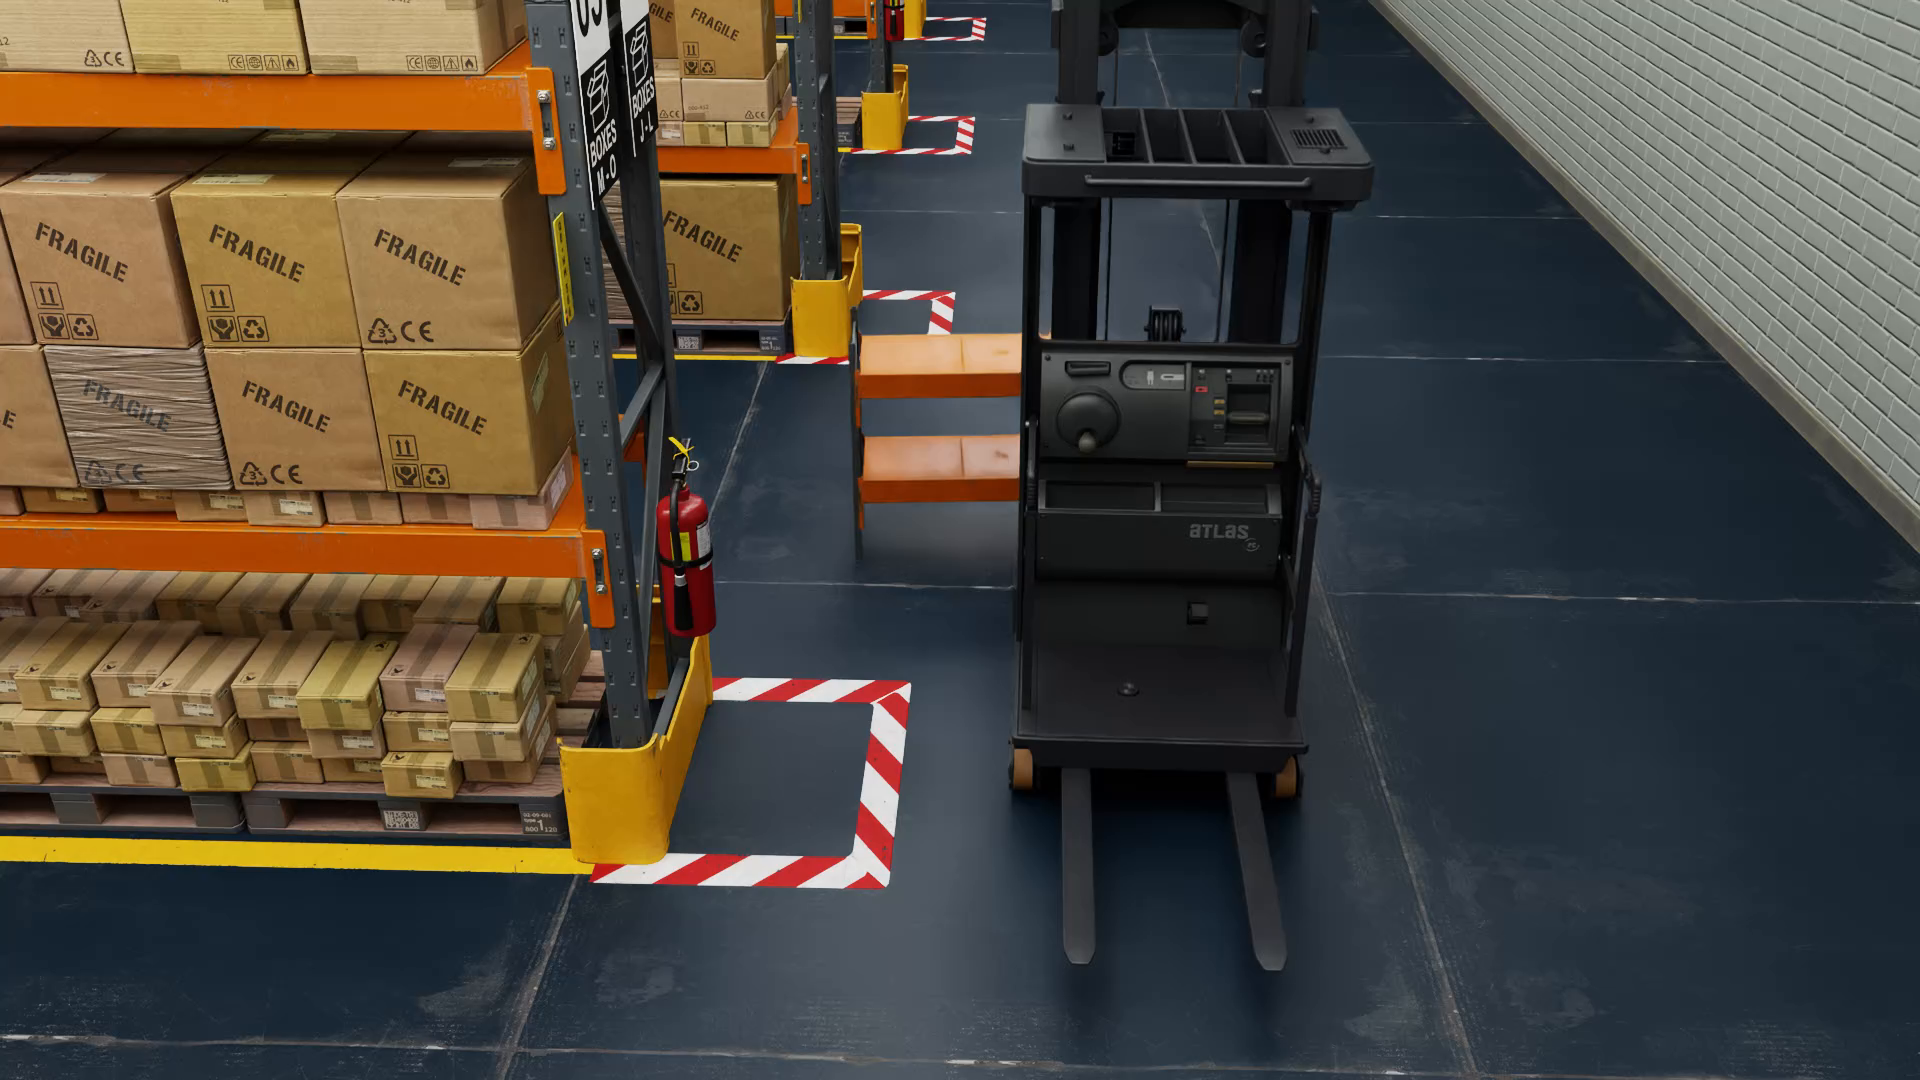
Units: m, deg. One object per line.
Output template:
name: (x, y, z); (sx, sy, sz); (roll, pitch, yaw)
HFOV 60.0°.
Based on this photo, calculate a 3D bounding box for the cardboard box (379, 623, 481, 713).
cardboard box: (-1.940, 0.468, 6.125); (0.250, 0.149, 0.380); (1, 28, 3)

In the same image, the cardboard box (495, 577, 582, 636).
cardboard box: (-1.665, 0.222, 6.590); (0.250, 0.149, 0.380); (0, 28, -1)

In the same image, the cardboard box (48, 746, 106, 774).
cardboard box: (-3.235, 0.713, 6.297); (0.250, 0.149, 0.380); (2, 28, 3)

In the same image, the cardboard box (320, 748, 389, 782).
cardboard box: (-2.208, 0.739, 6.248); (0.250, 0.149, 0.380); (1, 28, 2)

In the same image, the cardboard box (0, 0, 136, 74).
cardboard box: (-2.622, -1.584, 4.993); (0.500, 0.250, 0.500); (2, 28, 4)

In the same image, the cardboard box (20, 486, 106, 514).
cardboard box: (-3.039, -0.243, 5.775); (0.250, 0.149, 0.380); (1, 28, 3)

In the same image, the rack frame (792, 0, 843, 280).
rack frame: (-0.877, -2.742, 10.220); (0.127, 3.000, 1.000); (1, 28, 2)

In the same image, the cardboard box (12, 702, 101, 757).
cardboard box: (-3.260, 0.631, 6.135); (0.250, 0.149, 0.380); (1, 28, 2)

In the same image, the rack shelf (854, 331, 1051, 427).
rack shelf: (0.010, -0.774, 7.884); (1.000, 0.278, 0.538); (-1, 28, -2)

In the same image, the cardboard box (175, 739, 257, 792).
cardboard box: (-2.712, 0.767, 6.197); (0.250, 0.149, 0.380); (0, 28, 0)

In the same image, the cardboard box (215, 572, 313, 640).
cardboard box: (-2.719, 0.235, 6.565); (0.250, 0.149, 0.380); (2, 28, 4)

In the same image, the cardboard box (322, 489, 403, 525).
cardboard box: (-1.987, -0.203, 5.698); (0.250, 0.149, 0.380); (1, 28, 1)

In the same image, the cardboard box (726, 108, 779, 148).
cardboard box: (-1.244, -2.483, 9.999); (0.250, 0.149, 0.380); (1, 28, 3)

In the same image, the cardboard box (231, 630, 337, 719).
cardboard box: (-2.460, 0.489, 6.085); (0.250, 0.149, 0.380); (0, 28, 0)

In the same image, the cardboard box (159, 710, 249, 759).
cardboard box: (-2.728, 0.635, 6.127); (0.250, 0.149, 0.380); (1, 28, 3)

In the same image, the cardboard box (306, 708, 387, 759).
cardboard box: (-2.210, 0.638, 6.122); (0.250, 0.149, 0.380); (0, 28, 0)

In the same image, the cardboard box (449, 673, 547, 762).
cardboard box: (-1.690, 0.646, 6.107); (0.250, 0.149, 0.380); (0, 28, 0)

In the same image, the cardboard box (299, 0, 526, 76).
cardboard box: (-1.617, -1.565, 4.956); (0.500, 0.250, 0.500); (0, 28, 1)

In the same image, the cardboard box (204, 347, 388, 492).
cardboard box: (-2.126, -0.495, 5.558); (0.500, 0.500, 0.500); (1, 28, 1)

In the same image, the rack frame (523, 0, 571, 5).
rack frame: (-1.153, -3.073, 4.438); (0.127, 3.000, 1.000); (1, 28, 2)

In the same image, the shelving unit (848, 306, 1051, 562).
shelving unit: (0.010, -0.515, 8.021); (1.048, 1.125, 0.538); (-1, 28, -2)

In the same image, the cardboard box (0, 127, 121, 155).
cardboard box: (-3.125, -1.202, 5.823); (0.500, 0.500, 0.500); (0, 28, 0)

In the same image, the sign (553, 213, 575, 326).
sign: (-1.193, -0.814, 5.009); (0.005, 0.325, 0.100); (1, 28, 2)

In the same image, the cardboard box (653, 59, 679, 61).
cardboard box: (-1.867, -2.947, 10.449); (0.500, 0.250, 0.500); (1, 28, 1)

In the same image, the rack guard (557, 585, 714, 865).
rack guard: (-1.229, 0.681, 6.431); (0.348, 0.500, 1.175); (1, 28, 2)

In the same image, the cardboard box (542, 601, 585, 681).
cardboard box: (-1.667, 0.392, 6.586); (0.250, 0.149, 0.380); (2, 28, 4)

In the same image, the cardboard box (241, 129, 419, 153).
cardboard box: (-2.097, -1.176, 5.775); (0.500, 0.500, 0.500); (2, 28, 3)

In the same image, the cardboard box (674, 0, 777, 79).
cardboard box: (-1.373, -3.023, 9.793); (0.500, 0.500, 0.500); (1, 28, 2)

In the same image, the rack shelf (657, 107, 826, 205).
rack shelf: (-2.876, -2.457, 10.451); (4.000, 0.370, 1.077); (1, 28, 2)

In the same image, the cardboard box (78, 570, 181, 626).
cardboard box: (-3.235, 0.250, 6.537); (0.250, 0.149, 0.380); (1, 28, 2)

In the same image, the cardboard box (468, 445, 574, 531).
cardboard box: (-1.489, -0.184, 5.663); (0.250, 0.149, 0.380); (1, 28, 2)

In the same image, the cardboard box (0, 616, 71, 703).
cardboard box: (-3.498, 0.441, 6.175); (0.250, 0.149, 0.380); (0, 28, 0)

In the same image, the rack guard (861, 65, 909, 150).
rack guard: (-0.678, -3.962, 15.189); (0.348, 0.500, 1.175); (1, 28, 2)

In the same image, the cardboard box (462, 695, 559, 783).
cardboard box: (-1.686, 0.741, 6.245); (0.250, 0.149, 0.380); (1, 28, 3)

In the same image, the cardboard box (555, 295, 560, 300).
cardboard box: (-1.592, -0.734, 6.008); (0.500, 0.500, 0.500); (2, 28, 4)

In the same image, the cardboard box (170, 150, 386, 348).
cardboard box: (-2.125, -0.939, 5.327); (0.500, 0.500, 0.500); (0, 28, 0)

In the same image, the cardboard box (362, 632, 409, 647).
cardboard box: (-2.187, 0.398, 6.574); (0.250, 0.149, 0.380); (1, 28, 2)

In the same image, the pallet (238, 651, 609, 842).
pallet: (-2.040, 0.779, 6.555); (1.213, 0.211, 1.003); (1, 28, 2)

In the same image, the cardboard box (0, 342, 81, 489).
cardboard box: (-3.131, -0.512, 5.590); (0.500, 0.500, 0.500); (2, 28, 4)

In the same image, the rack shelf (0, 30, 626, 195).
rack shelf: (-3.152, -1.462, 5.372); (4.000, 0.370, 1.077); (1, 28, 2)

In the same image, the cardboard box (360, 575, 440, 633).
cardboard box: (-2.192, 0.209, 6.613); (0.250, 0.149, 0.380); (1, 28, 2)

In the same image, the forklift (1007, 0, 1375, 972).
forklift: (0.757, -0.461, 5.990); (1.130, 2.935, 3.031); (1, 28, 3)

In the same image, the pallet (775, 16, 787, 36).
pallet: (-2.612, -6.182, 19.687); (1.213, 0.211, 1.003); (1, 28, 2)

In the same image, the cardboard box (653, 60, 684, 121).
cardboard box: (-1.877, -2.700, 9.982); (0.500, 0.250, 0.500); (0, 28, 1)

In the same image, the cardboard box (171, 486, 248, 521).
cardboard box: (-2.505, -0.214, 5.720); (0.250, 0.149, 0.380); (0, 28, 0)

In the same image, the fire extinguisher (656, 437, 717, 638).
fire extinguisher: (-0.917, -0.003, 5.533); (0.183, 0.674, 0.296); (1, 28, 2)

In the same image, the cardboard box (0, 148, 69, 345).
cardboard box: (-3.174, -0.950, 5.348); (0.500, 0.500, 0.500); (0, 28, 0)

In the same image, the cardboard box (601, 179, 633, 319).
cardboard box: (-2.429, -1.977, 10.597); (0.875, 0.875, 0.875); (1, 28, 2)

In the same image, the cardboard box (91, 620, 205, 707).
cardboard box: (-2.990, 0.455, 6.150); (0.250, 0.149, 0.380); (0, 28, 0)

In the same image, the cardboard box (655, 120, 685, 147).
cardboard box: (-1.756, -2.491, 10.014); (0.250, 0.149, 0.380); (1, 28, 2)

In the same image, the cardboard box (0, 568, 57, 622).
cardboard box: (-3.749, 0.196, 6.639); (0.250, 0.149, 0.380); (0, 28, -1)

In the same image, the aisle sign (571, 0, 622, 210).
aisle sign: (-1.091, -1.429, 4.967); (0.004, 0.787, 0.394); (1, 28, 2)

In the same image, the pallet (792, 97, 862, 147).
pallet: (-1.525, -3.860, 15.306); (1.213, 0.211, 1.003); (1, 28, 2)
